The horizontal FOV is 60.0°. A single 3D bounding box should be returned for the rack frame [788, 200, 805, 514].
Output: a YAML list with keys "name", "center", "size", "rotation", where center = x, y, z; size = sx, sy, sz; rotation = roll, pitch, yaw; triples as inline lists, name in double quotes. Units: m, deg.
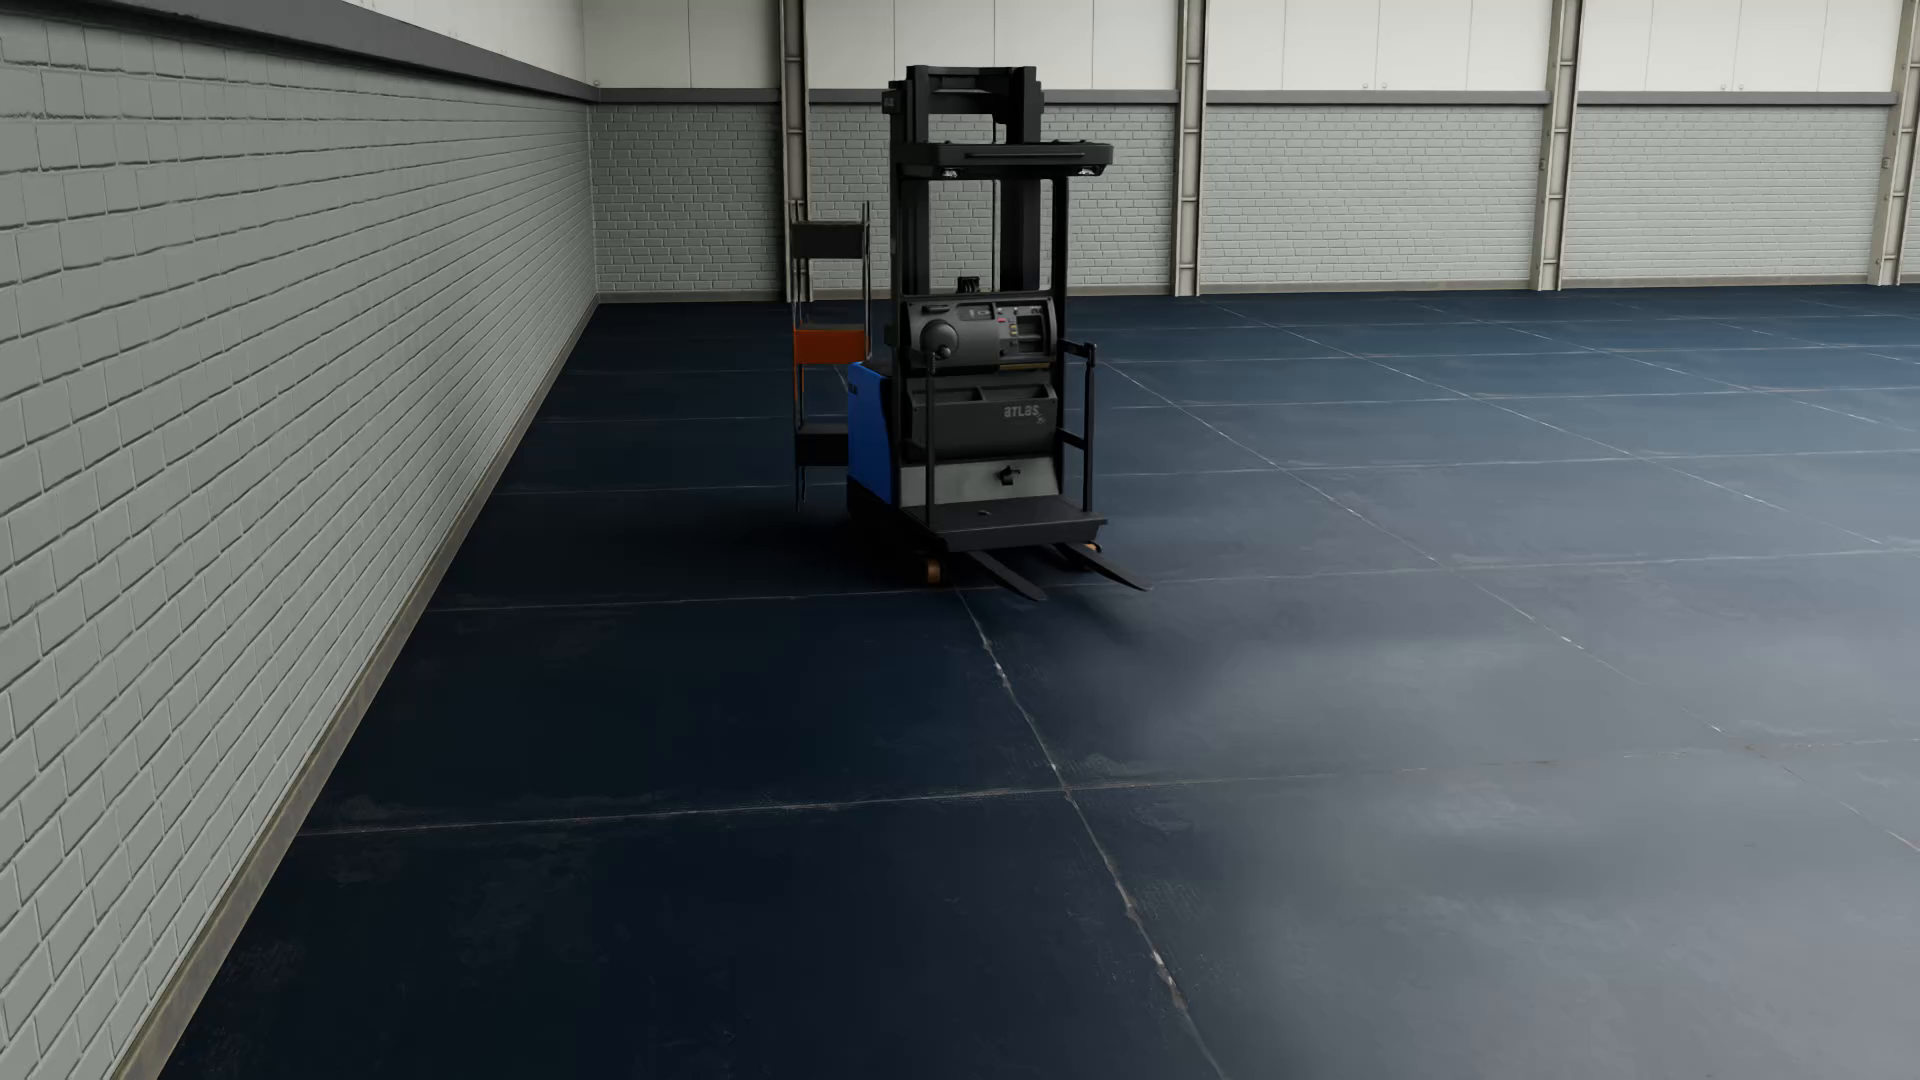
- name: "rack frame"
  center: [-1.115, -1.247, 11.377]
  size: [0.015, 2.100, 0.400]
  rotation: [0, 14, 2]

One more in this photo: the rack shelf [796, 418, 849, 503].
- name: "rack shelf"
  center: [-0.871, -0.553, 11.544]
  size: [0.480, 0.518, 0.431]
  rotation: [0, 14, 2]

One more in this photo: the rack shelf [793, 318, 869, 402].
- name: "rack shelf"
  center: [-0.871, -1.232, 11.374]
  size: [0.480, 0.518, 0.431]
  rotation: [0, 14, 2]

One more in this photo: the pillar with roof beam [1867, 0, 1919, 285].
- name: "pillar with roof beam"
  center: [16.013, -7.589, 22.484]
  size: [0.400, 9.000, 9.100]
  rotation: [-2, 14, -8]

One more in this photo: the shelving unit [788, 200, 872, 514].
- name: "shelving unit"
  center: [-0.871, -1.245, 11.370]
  size: [0.503, 2.100, 0.431]
  rotation: [0, 14, 2]

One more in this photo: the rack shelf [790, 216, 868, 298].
- name: "rack shelf"
  center: [-0.871, -1.911, 11.203]
  size: [0.480, 0.518, 0.431]
  rotation: [0, 14, 2]

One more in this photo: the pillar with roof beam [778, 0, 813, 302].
- name: "pillar with roof beam"
  center: [-1.786, -6.937, 19.883]
  size: [0.400, 9.000, 9.100]
  rotation: [-2, 14, -8]

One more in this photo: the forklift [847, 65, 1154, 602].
- name: "forklift"
  center: [0.207, -1.267, 9.750]
  size: [1.130, 2.935, 3.031]
  rotation: [-5, 15, -19]

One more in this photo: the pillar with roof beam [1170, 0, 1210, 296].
- name: "pillar with roof beam"
  center: [4.147, -7.154, 20.750]
  size: [0.400, 9.000, 9.100]
  rotation: [-2, 14, -8]

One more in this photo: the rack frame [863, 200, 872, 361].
- name: "rack frame"
  center: [-0.627, -1.243, 11.364]
  size: [0.015, 2.100, 0.400]
  rotation: [0, 14, 2]

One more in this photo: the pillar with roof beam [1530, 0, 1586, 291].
- name: "pillar with roof beam"
  center: [10.080, -7.372, 21.617]
  size: [0.400, 9.000, 9.100]
  rotation: [-2, 14, -8]
